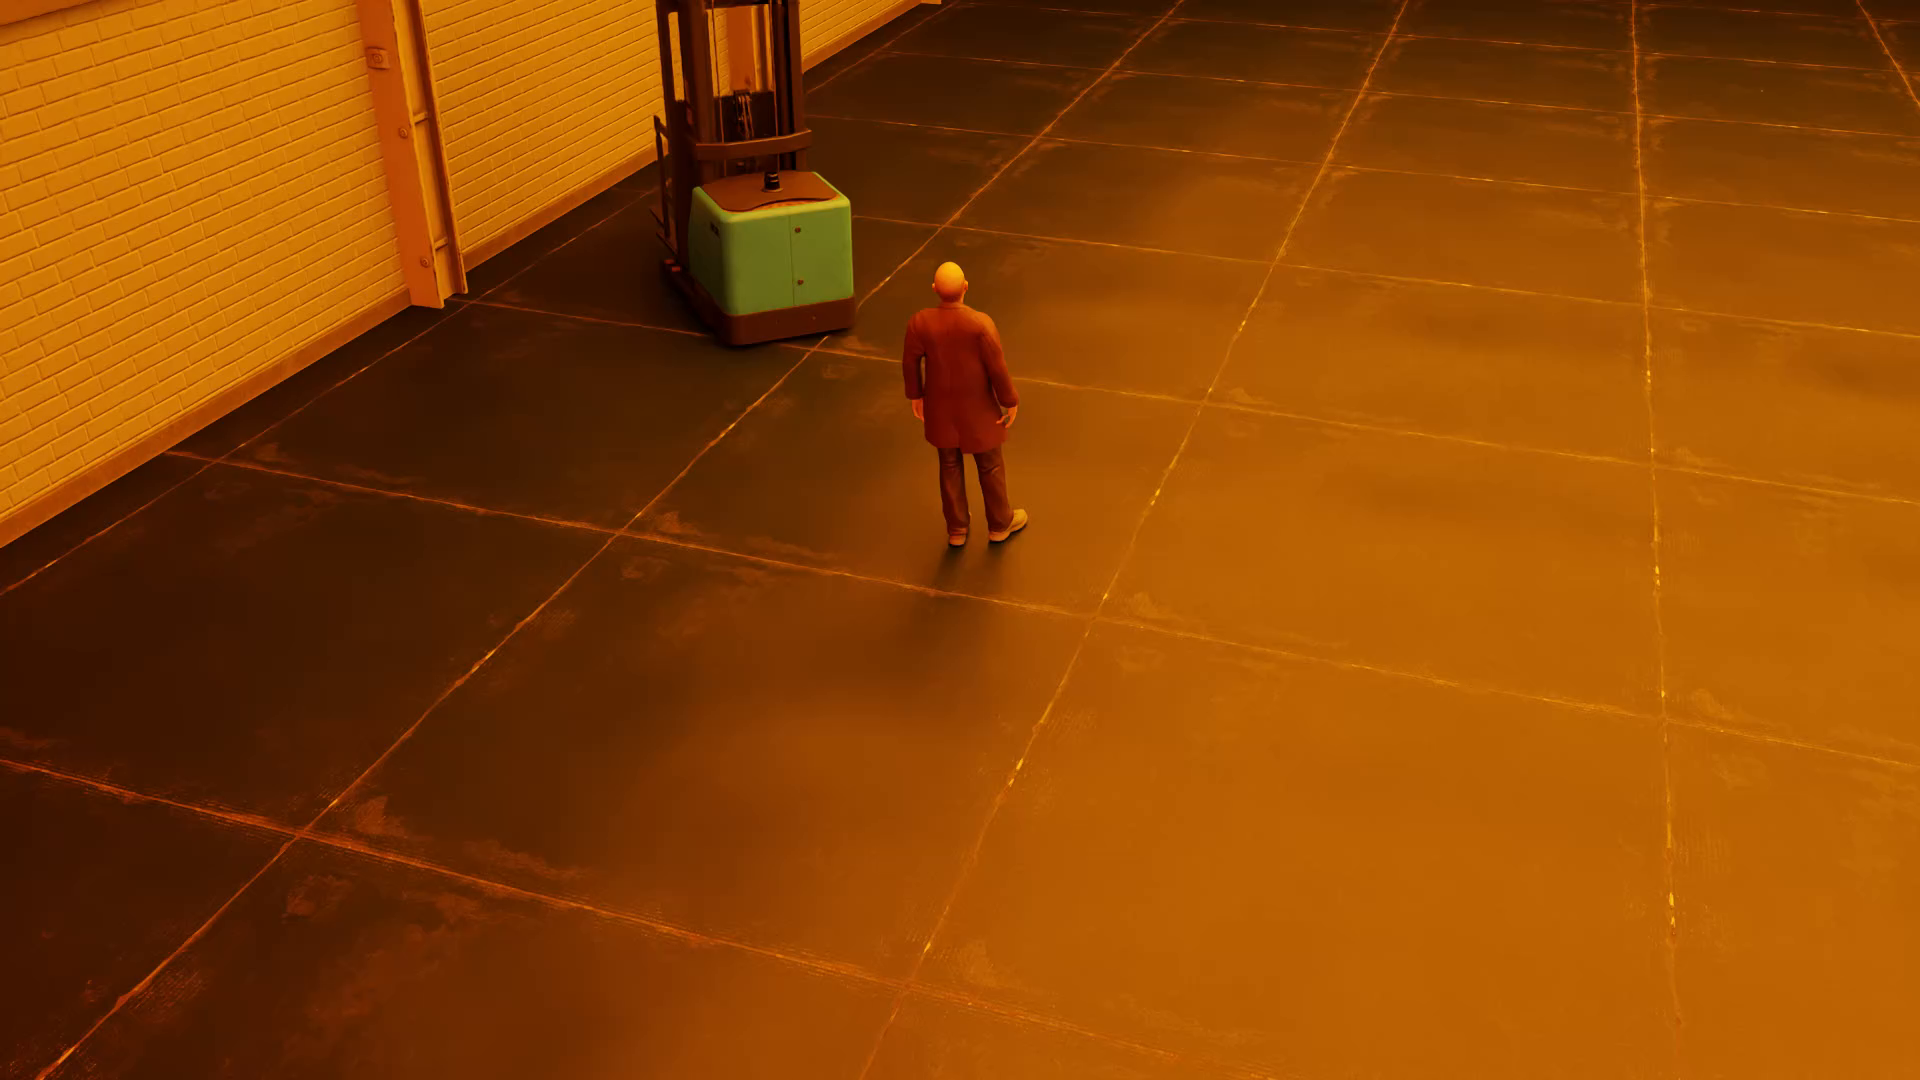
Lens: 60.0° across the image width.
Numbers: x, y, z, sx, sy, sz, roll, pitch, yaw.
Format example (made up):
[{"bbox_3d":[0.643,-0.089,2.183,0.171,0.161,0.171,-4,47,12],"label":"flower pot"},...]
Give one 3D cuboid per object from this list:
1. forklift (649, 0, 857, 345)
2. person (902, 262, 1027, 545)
[{"bbox_3d":[-1.861,-3.449,13.187,1.130,2.935,3.031,-12,32,-21],"label":"forklift"},{"bbox_3d":[0.033,-0.821,9.727,0.696,1.777,0.579,10,31,16],"label":"person"}]
